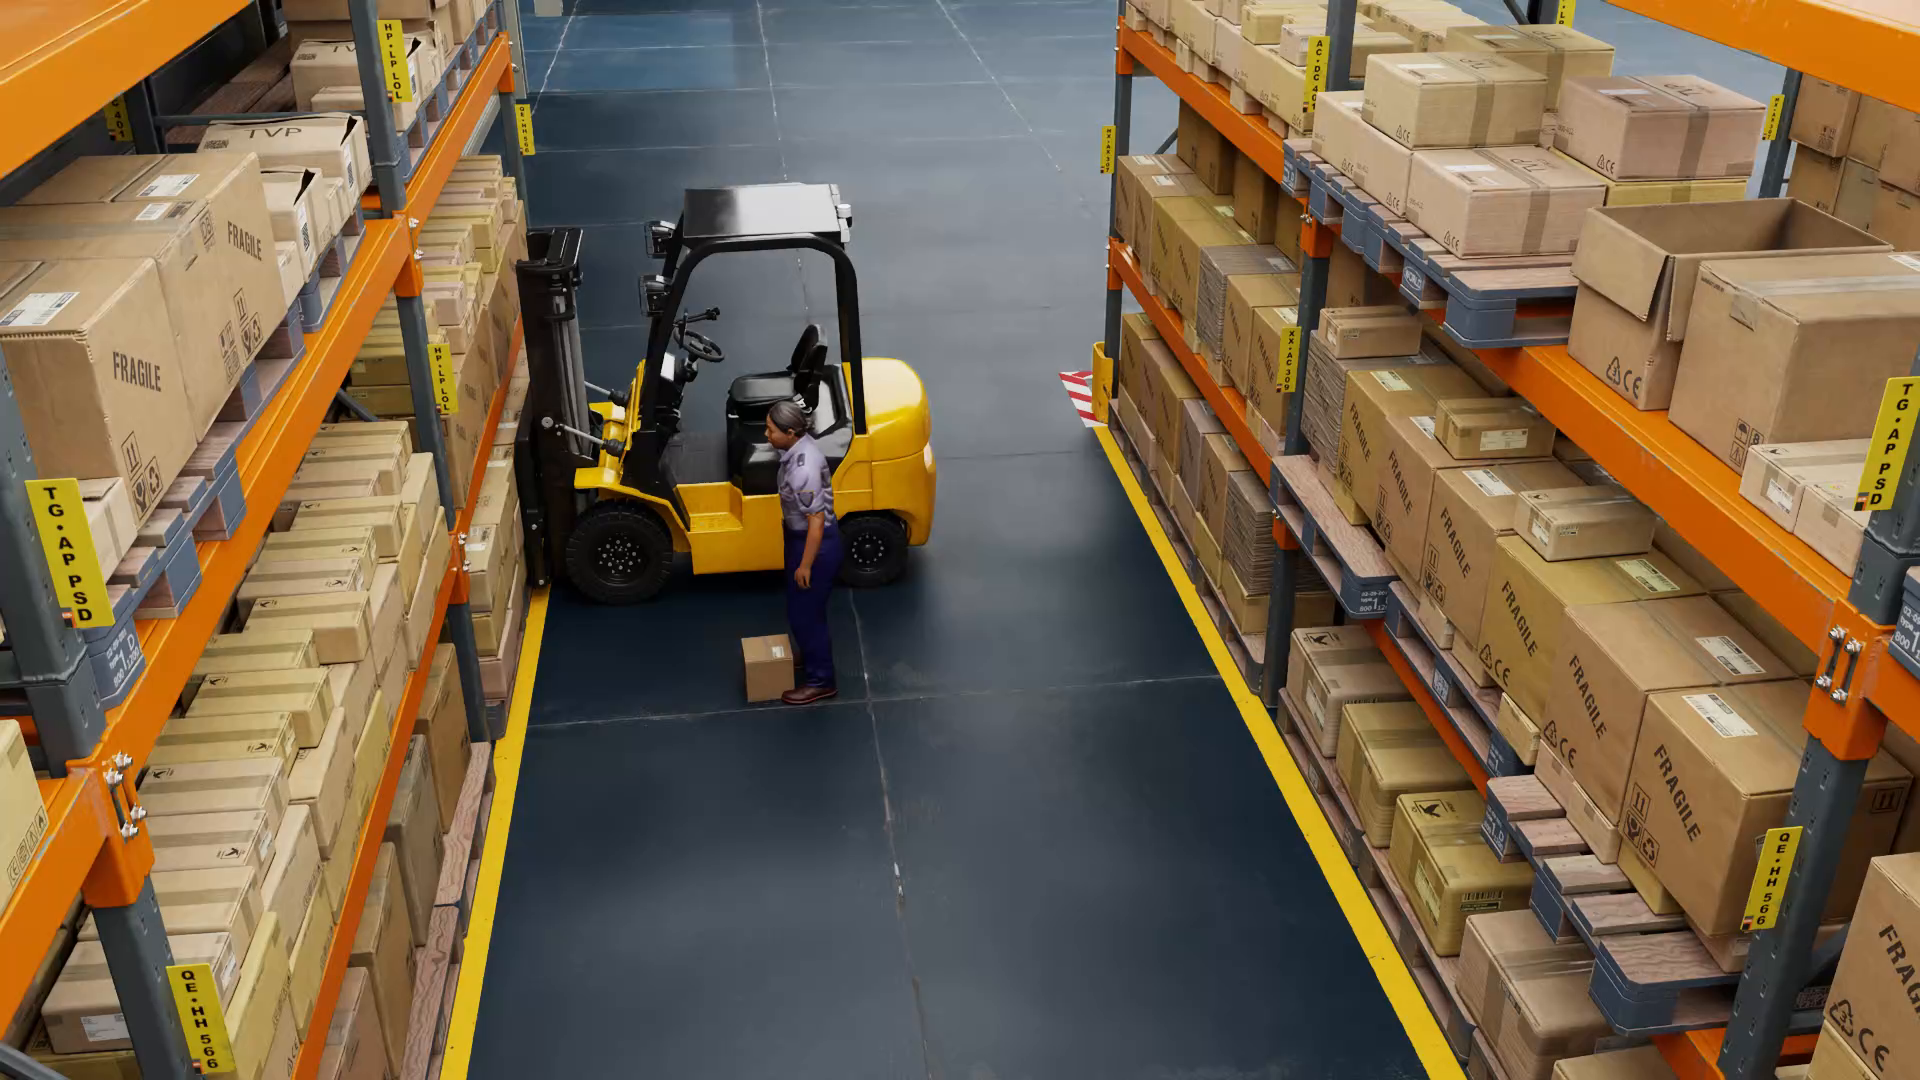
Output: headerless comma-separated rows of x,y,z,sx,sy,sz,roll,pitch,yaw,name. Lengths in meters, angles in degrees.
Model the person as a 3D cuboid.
-0.787,0.037,8.555,0.367,1.651,0.549,-4,28,-8,person
